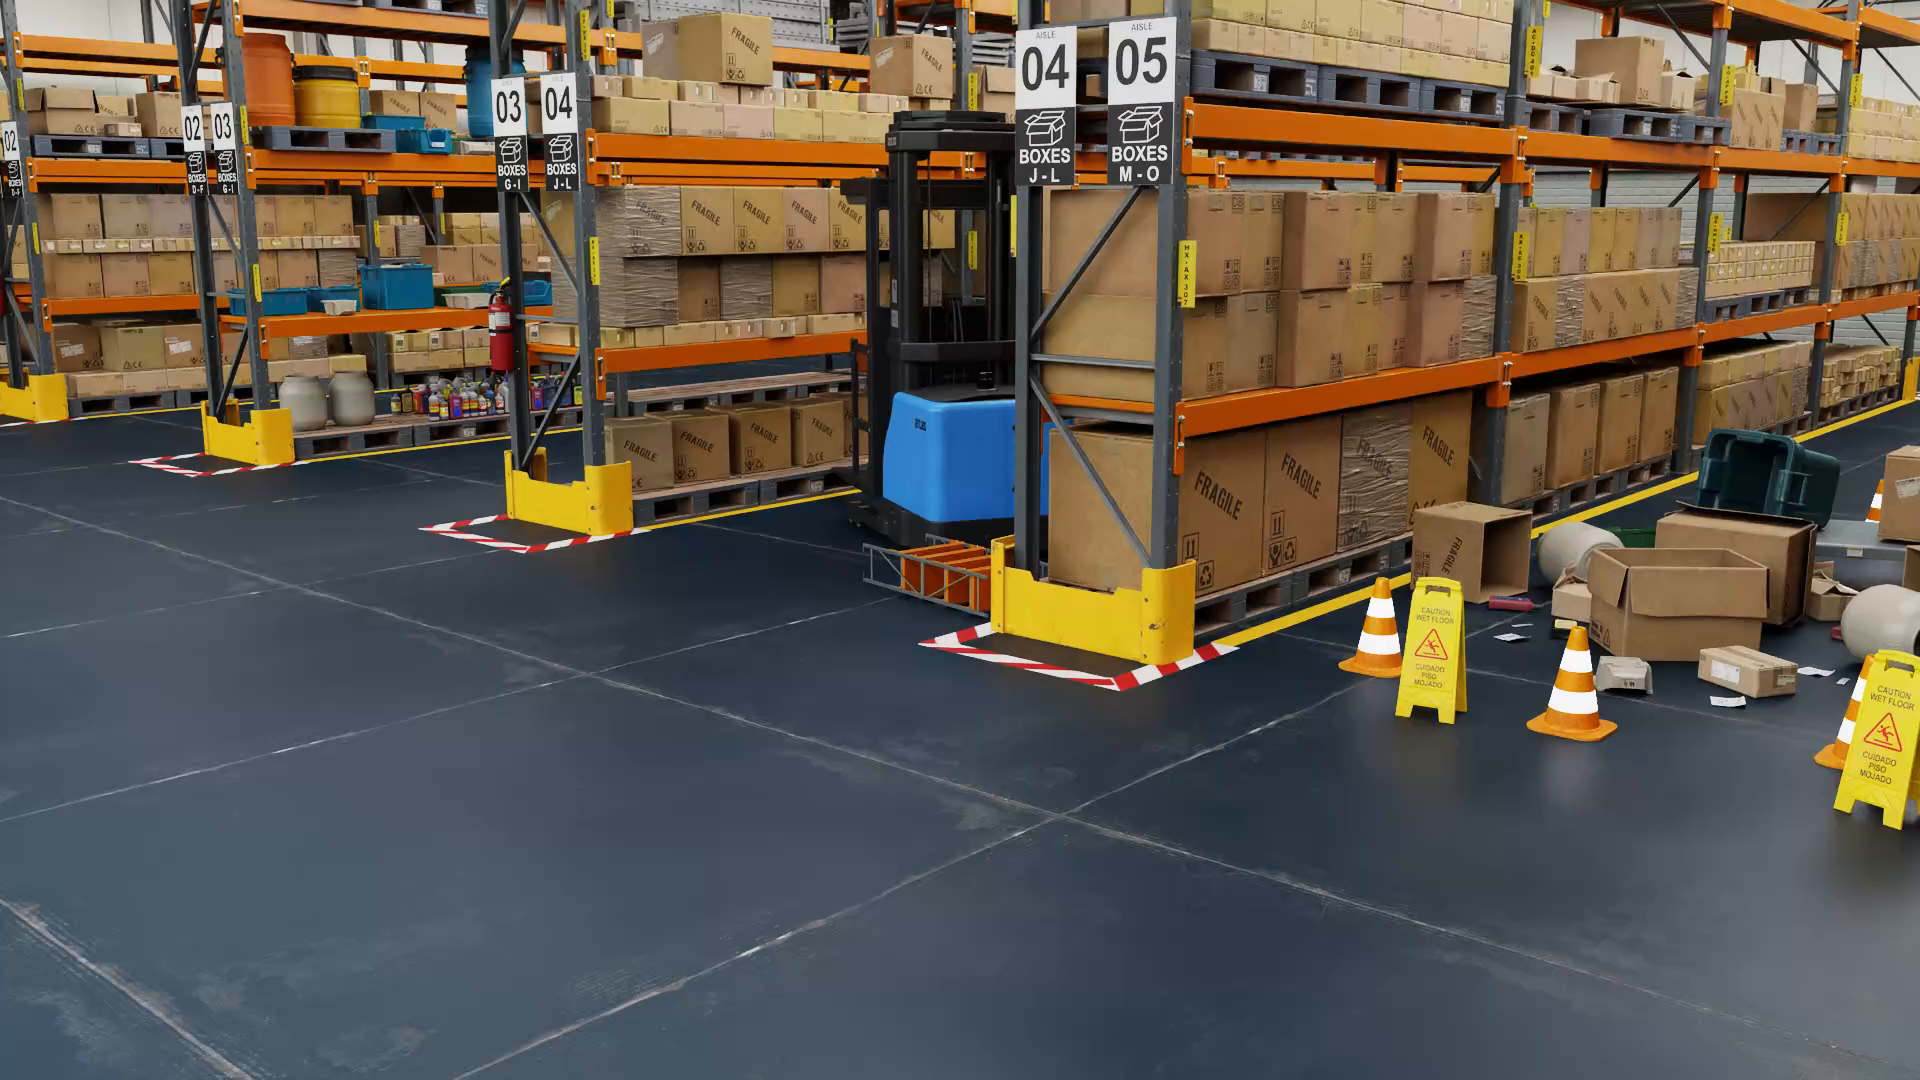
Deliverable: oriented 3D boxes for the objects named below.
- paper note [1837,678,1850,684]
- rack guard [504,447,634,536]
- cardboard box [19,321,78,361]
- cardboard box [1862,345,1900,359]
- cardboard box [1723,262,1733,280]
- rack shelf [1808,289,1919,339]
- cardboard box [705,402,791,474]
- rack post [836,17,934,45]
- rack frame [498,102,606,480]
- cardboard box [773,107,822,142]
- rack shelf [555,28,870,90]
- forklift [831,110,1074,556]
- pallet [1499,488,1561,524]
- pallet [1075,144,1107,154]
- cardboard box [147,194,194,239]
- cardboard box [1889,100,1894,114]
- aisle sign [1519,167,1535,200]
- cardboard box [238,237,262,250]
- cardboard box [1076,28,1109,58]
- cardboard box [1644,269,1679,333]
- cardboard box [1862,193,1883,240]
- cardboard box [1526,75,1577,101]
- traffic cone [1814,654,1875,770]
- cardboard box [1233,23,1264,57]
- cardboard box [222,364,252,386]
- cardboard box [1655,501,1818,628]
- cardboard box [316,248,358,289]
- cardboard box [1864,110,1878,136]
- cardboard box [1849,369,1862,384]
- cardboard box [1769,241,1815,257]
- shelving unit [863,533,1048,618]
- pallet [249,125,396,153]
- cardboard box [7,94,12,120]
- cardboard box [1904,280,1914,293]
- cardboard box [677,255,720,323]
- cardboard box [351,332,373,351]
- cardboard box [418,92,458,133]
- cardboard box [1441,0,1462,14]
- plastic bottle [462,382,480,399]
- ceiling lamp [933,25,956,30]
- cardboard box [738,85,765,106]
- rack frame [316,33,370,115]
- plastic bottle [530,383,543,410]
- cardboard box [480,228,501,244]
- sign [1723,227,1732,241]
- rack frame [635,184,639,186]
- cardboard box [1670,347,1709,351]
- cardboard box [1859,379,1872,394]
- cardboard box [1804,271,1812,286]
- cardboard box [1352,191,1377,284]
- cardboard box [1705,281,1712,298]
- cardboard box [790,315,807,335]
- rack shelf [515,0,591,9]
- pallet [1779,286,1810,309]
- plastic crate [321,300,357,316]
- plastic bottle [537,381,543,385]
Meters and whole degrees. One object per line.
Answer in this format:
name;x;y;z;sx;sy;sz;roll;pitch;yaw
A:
paper note;4.357;0.696;8.202;0.032;0.001;0.123;10;15;40
rack guard;-2.897;-0.370;12.285;1.175;0.500;0.348;10;15;40
cardboard box;-12.687;-2.771;23.185;0.700;0.500;0.500;9;14;37
cardboard box;11.115;-2.271;20.111;0.380;0.149;0.250;10;15;41
cardboard box;6.814;-2.459;15.173;0.380;0.149;0.250;9;15;39
rack shelf;9.954;-2.635;19.083;1.077;0.370;4.000;10;15;40
cardboard box;-1.726;-0.836;13.549;0.500;0.500;0.500;-10;15;-42
rack post;-0.939;-6.418;21.064;0.954;0.300;0.937;10;15;40
rack frame;-2.947;-1.584;11.984;1.000;3.000;0.127;10;15;40
cardboard box;-1.429;-3.245;13.026;0.500;0.250;0.500;10;15;42
rack shelf;-2.707;-5.500;19.132;1.077;0.370;4.000;10;15;40
forklift;-0.214;-1.552;11.999;1.130;2.935;3.031;-4;12;-20
pallet;3.805;-0.272;12.536;1.003;0.211;1.213;10;15;40
pallet;0.863;-3.782;15.807;1.213;0.211;1.003;10;15;40
cardboard box;-9.358;-3.778;19.400;0.700;0.500;0.500;10;15;41
cardboard box;10.074;-4.771;18.368;0.380;0.149;0.250;9;15;39
aisle sign;7.888;-5.185;23.375;0.394;0.787;0.004;10;15;40
cardboard box;-8.603;-3.567;20.000;0.380;0.149;0.250;10;15;42
cardboard box;0.677;-2.624;8.844;0.380;0.149;0.250;10;15;40
cardboard box;5.567;-1.980;13.710;0.500;0.500;0.500;10;15;40
cardboard box;9.801;-3.562;18.319;0.500;0.500;0.500;10;15;41
cardboard box;4.223;-3.240;11.929;0.250;0.149;0.380;10;15;40
traffic cone;3.812;0.711;6.970;0.336;0.463;0.334;10;15;40
cardboard box;1.347;-2.577;8.612;0.380;0.149;0.250;10;15;41
cardboard box;-8.873;-1.994;19.983;0.500;0.250;0.500;10;15;40
cardboard box;4.366;0.130;9.428;0.797;0.637;0.503;10;15;40
cardboard box;-8.034;-3.437;21.006;0.700;0.500;0.500;9;15;39
cardboard box;9.464;-4.449;17.774;0.500;0.250;0.500;10;15;40
cardboard box;9.940;-1.854;18.784;0.380;0.149;0.250;10;15;40
cardboard box;8.515;-2.984;17.042;0.380;0.149;0.250;11;16;43
shelving unit;-0.028;0.199;9.964;0.503;0.258;1.200;-9;14;-38
pallet;-6.048;-3.712;15.461;1.003;0.211;1.213;10;15;40
cardboard box;-12.990;-5.847;22.811;0.500;0.500;0.500;10;15;40
cardboard box;11.271;-3.074;20.087;0.380;0.149;0.250;10;15;40
cardboard box;-2.323;-1.946;12.779;0.875;0.500;0.500;10;15;40
cardboard box;-7.693;-2.683;22.003;0.500;0.311;0.500;10;15;40
cardboard box;-6.950;-5.598;21.816;0.500;0.500;0.500;-10;15;-42
cardboard box;2.852;-3.305;10.217;0.380;0.149;0.250;10;15;41
plastic bottle;-5.149;-1.522;17.505;0.152;0.276;0.135;10;15;40
ceiling lamp;0.121;-11.732;32.573;2.000;3.185;0.800;10;15;40
cardboard box;-1.707;-3.375;12.656;0.380;0.149;0.250;9;14;38
rack frame;-7.745;-6.396;20.759;1.000;3.000;0.127;10;15;40
plastic bottle;-4.439;-1.507;17.411;0.133;0.283;0.061;-11;16;-44
cardboard box;-7.963;-5.001;28.028;0.500;0.500;0.500;10;15;42
sign;8.221;-3.187;17.800;0.100;0.325;0.005;10;15;40
rack frame;-6.188;-5.271;30.443;1.000;3.000;0.127;10;15;40
cardboard box;6.920;-1.736;16.139;0.500;0.250;0.500;10;15;42
cardboard box;10.280;-1.786;19.200;0.380;0.149;0.250;10;15;41
cardboard box;8.520;-2.692;17.102;0.380;0.149;0.250;9;15;39
cardboard box;2.004;-1.833;10.091;0.875;0.550;0.500;10;15;40
cardboard box;6.440;-2.228;14.775;0.380;0.149;0.250;10;15;40
cardboard box;-1.451;-1.734;13.377;0.380;0.149;0.250;10;15;40
rack shelf;-7.508;-9.196;28.127;1.077;0.370;4.000;10;15;40
pallet;8.020;-2.506;17.089;1.003;0.211;1.213;10;15;40
plastic crate;-5.835;-2.185;15.667;0.298;0.136;0.250;10;15;40
plastic bottle;-4.634;-1.651;18.342;0.097;0.201;0.097;0;11;0
